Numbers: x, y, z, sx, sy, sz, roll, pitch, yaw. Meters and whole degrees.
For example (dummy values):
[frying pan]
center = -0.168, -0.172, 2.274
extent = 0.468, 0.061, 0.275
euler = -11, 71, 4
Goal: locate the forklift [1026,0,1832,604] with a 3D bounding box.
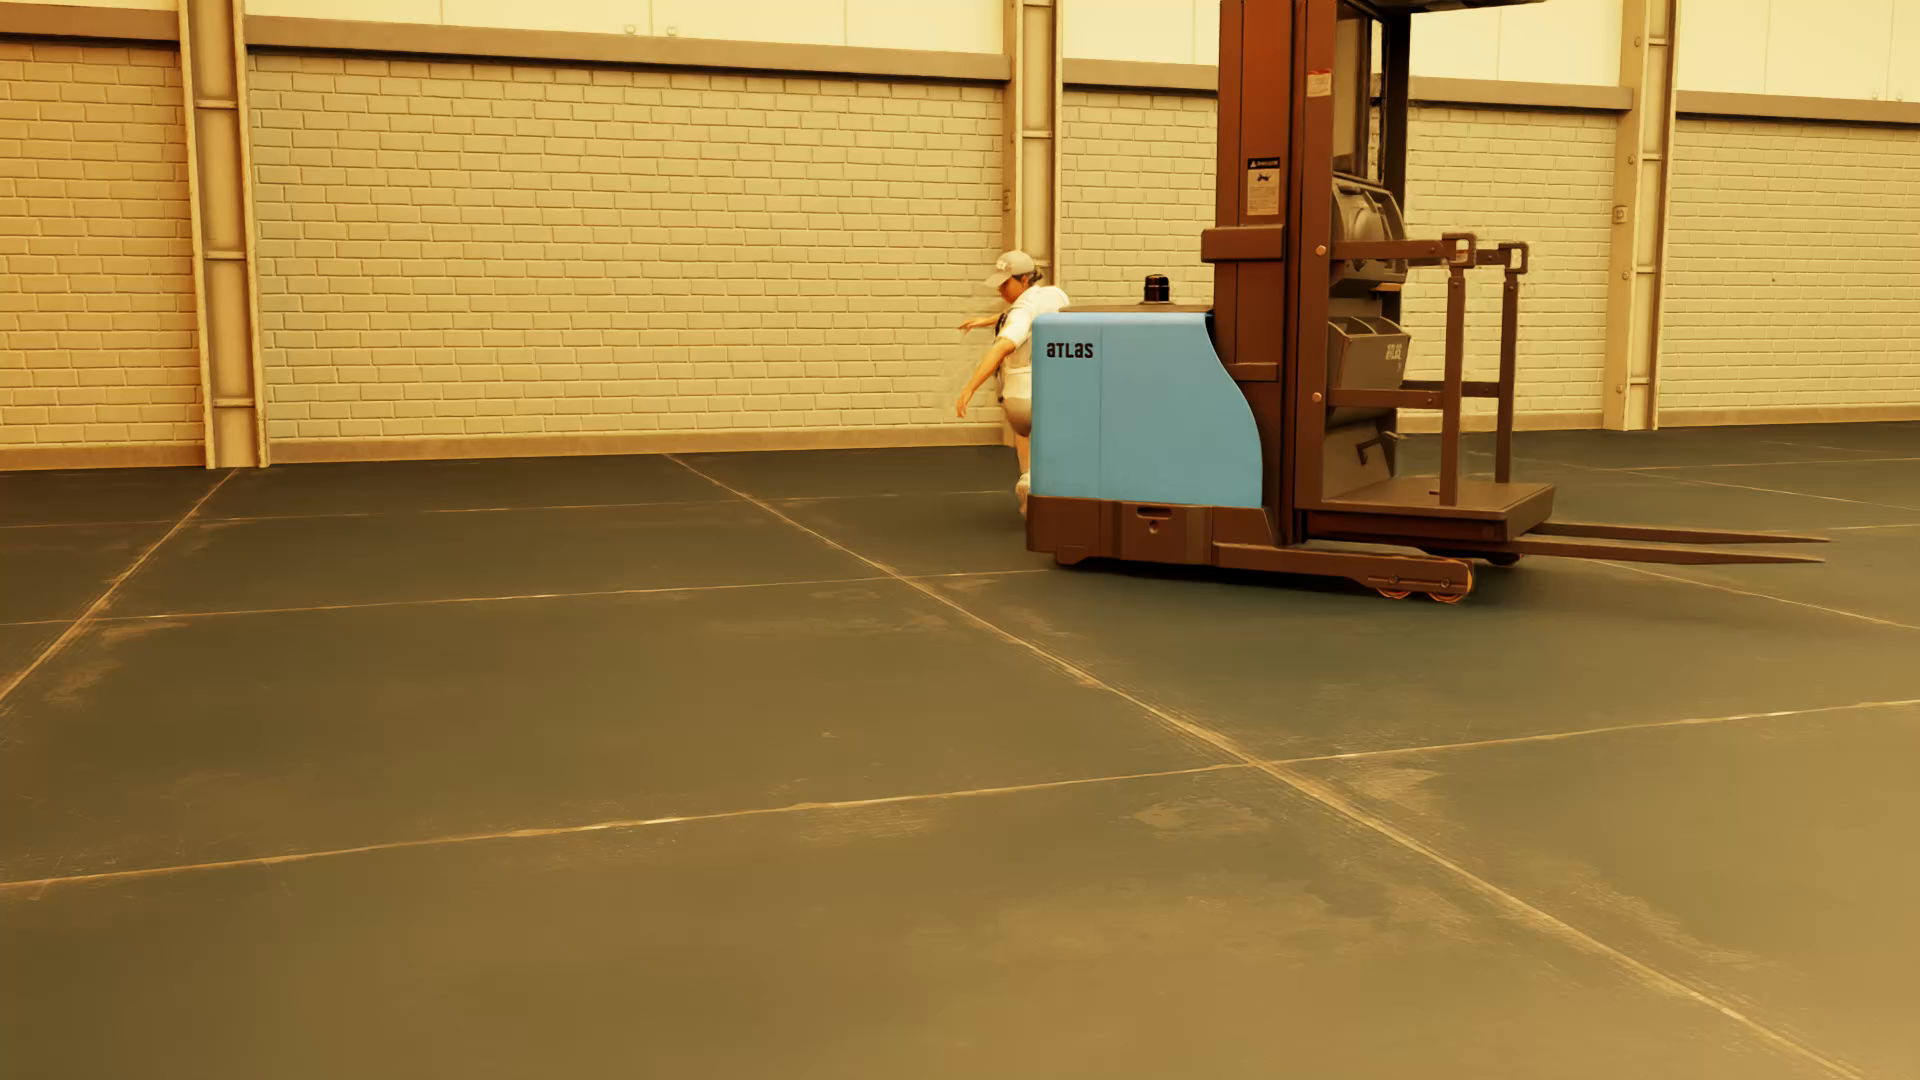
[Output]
[forklift]
center = 1.823, -1.297, 6.586
extent = 3.031, 2.935, 1.130
euler = 4, 9, 29

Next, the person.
[person]
center = 0.298, -0.769, 8.633
extent = 0.699, 1.440, 0.928
euler = -1, 8, -6
